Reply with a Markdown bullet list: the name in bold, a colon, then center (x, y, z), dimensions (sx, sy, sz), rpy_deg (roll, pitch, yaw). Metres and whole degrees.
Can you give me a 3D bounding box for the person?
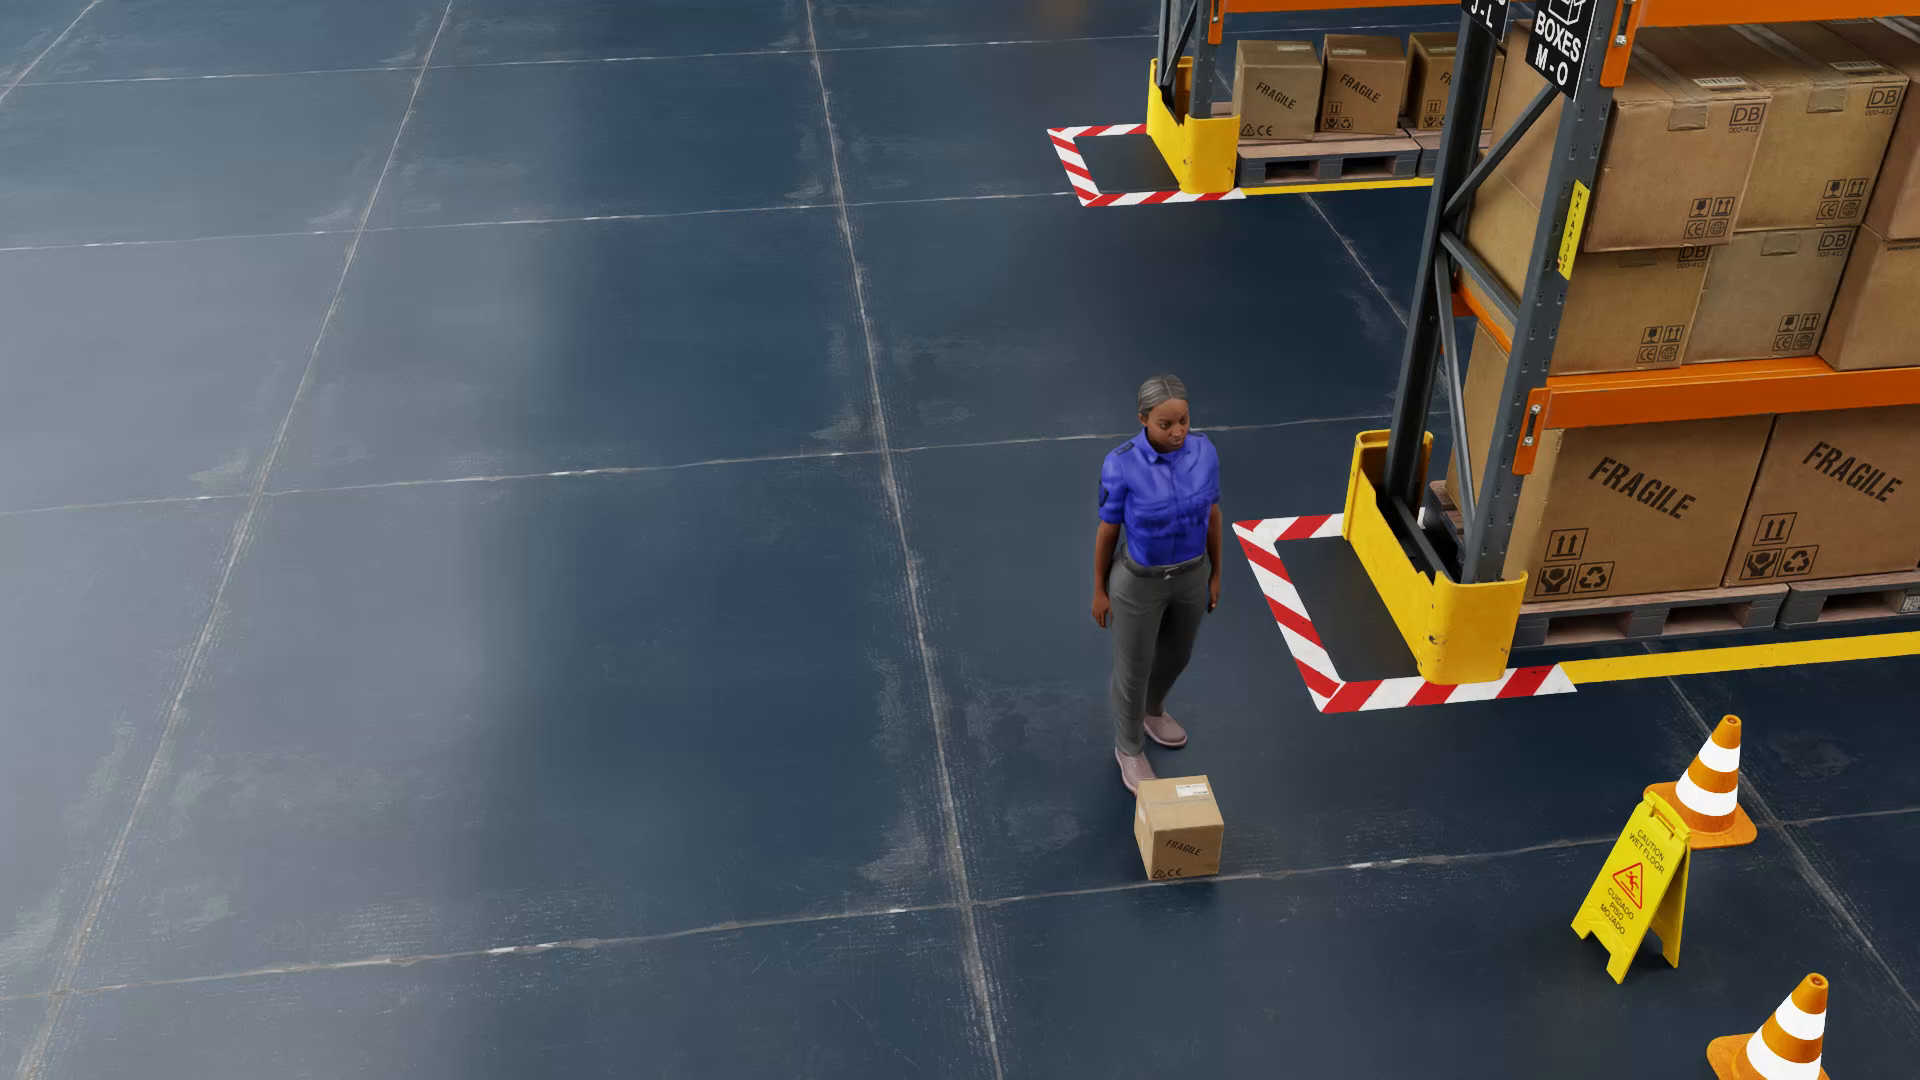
- **person**: center (0.704, 0.144, 5.933), dimensions (0.471, 1.665, 0.493), rpy_deg (-12, 37, -17)
